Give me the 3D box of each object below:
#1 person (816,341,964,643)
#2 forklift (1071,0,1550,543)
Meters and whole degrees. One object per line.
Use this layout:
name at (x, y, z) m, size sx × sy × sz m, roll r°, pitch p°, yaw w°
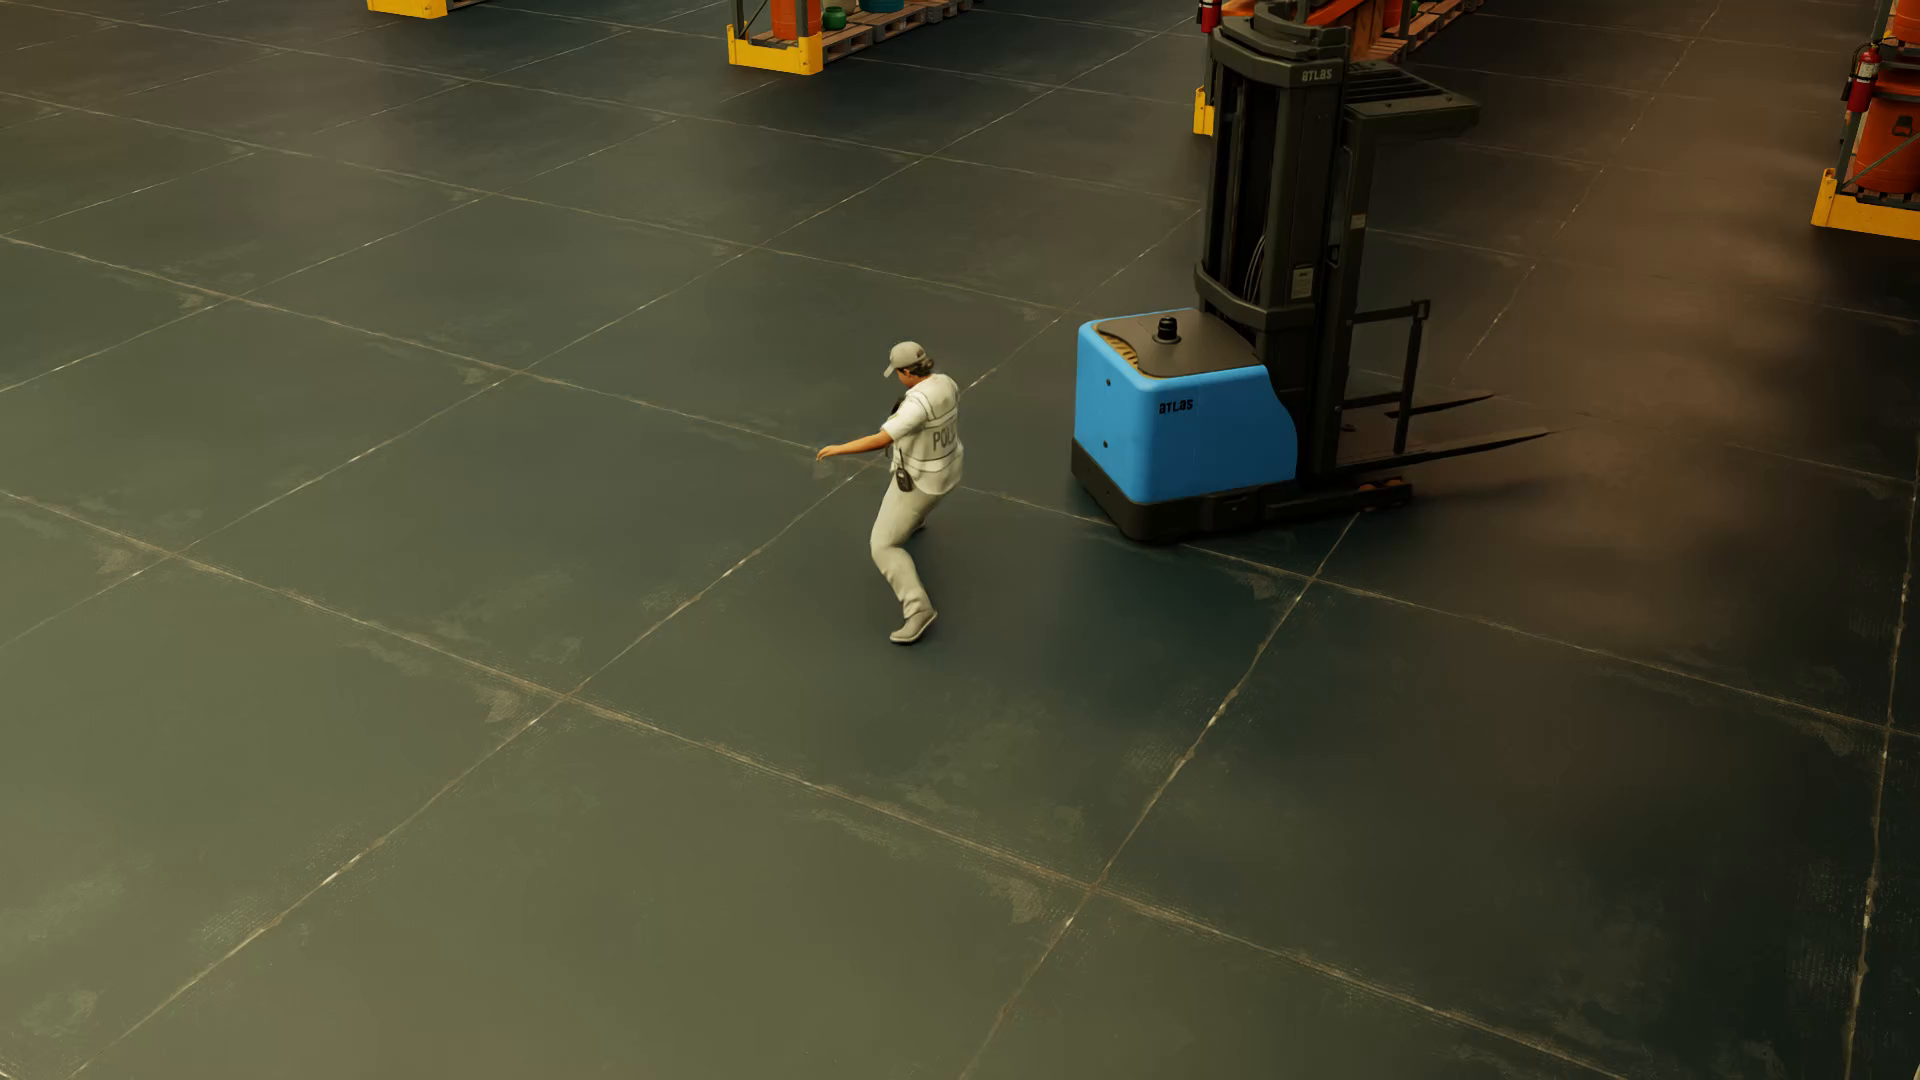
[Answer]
person at (-0.339, -0.407, 9.247) m, size 0.881 × 1.478 × 1.236 m, roll 15°, pitch 33°, yaw 24°
forklift at (2.283, -1.687, 9.993) m, size 3.031 × 2.935 × 1.130 m, roll -10°, pitch 31°, yaw -16°
